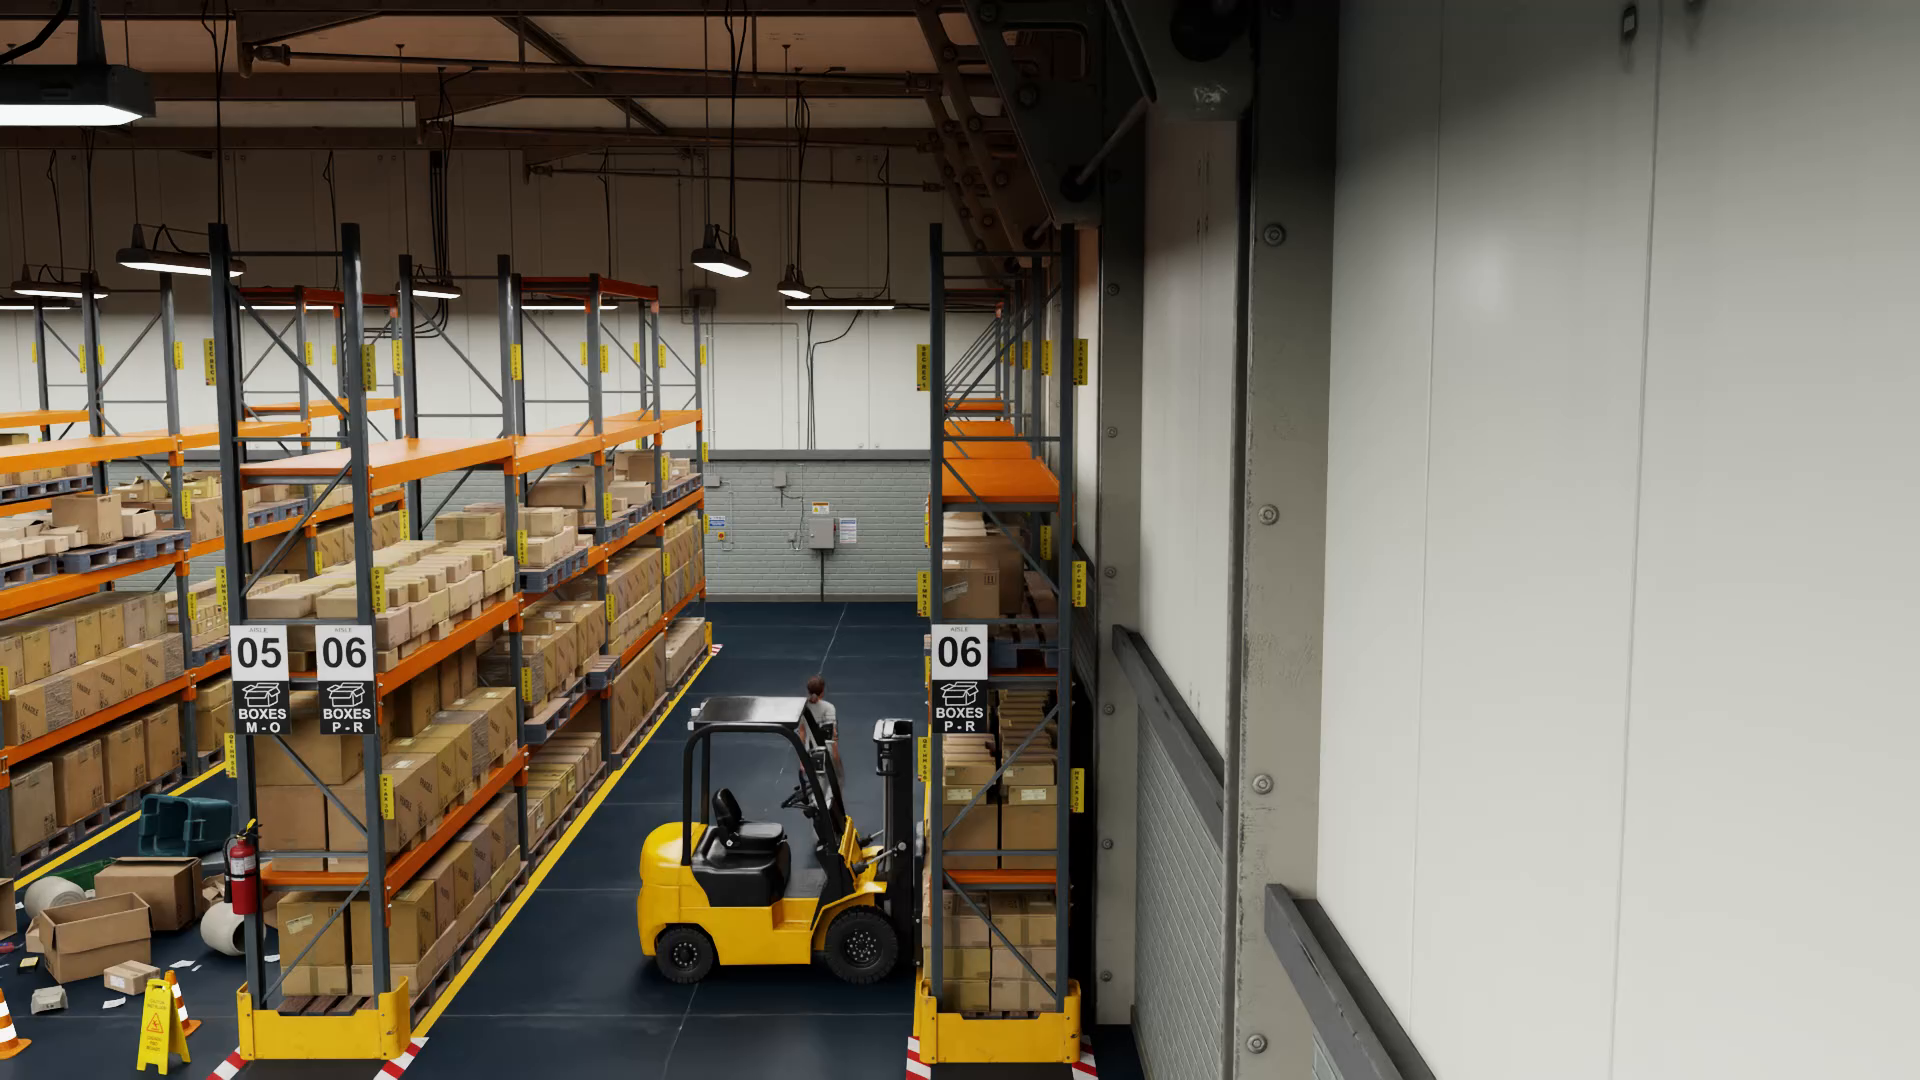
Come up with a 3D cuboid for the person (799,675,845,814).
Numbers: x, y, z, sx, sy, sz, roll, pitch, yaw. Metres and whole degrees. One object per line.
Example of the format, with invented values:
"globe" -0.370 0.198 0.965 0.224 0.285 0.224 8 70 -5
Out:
"person" -1.455 2.174 17.375 0.507 1.536 0.542 1 7 8
